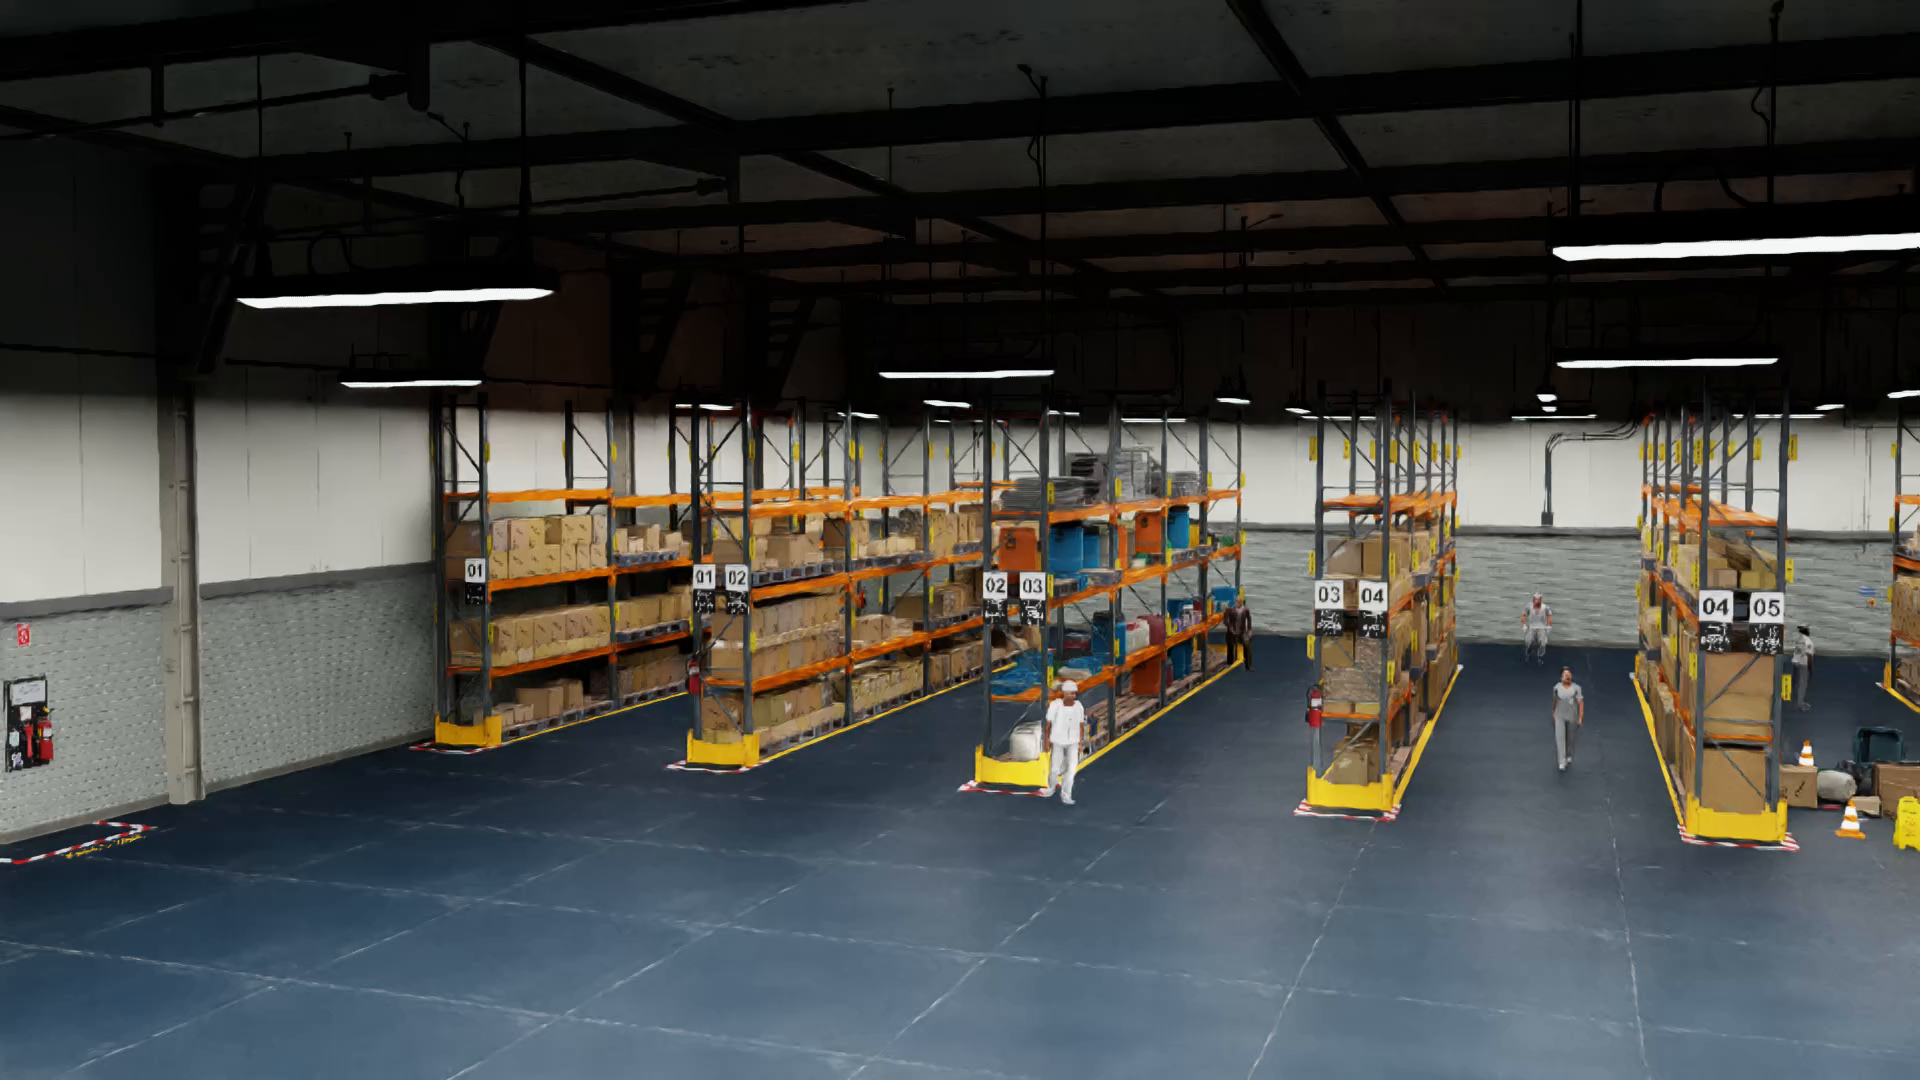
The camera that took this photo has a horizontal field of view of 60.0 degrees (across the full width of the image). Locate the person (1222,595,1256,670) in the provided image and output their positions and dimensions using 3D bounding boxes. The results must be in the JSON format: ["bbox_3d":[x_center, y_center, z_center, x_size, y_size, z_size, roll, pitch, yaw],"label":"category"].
[{"bbox_3d":[6.357,2.110,38.038,0.737,1.719,0.885,0,3,3],"label":"person"}]

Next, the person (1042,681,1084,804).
[{"bbox_3d":[1.472,2.868,23.719,0.610,1.750,0.578,-1,3,-16],"label":"person"}]

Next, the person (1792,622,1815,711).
[{"bbox_3d":[16.355,2.435,32.196,0.443,1.677,0.545,0,3,-2],"label":"person"}]

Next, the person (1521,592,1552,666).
[{"bbox_3d":[13.452,2.075,38.801,0.677,1.742,0.552,1,3,18],"label":"person"}]

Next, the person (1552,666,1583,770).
[{"bbox_3d":[9.585,2.794,26.227,0.455,1.612,1.019,1,3,19],"label":"person"}]
